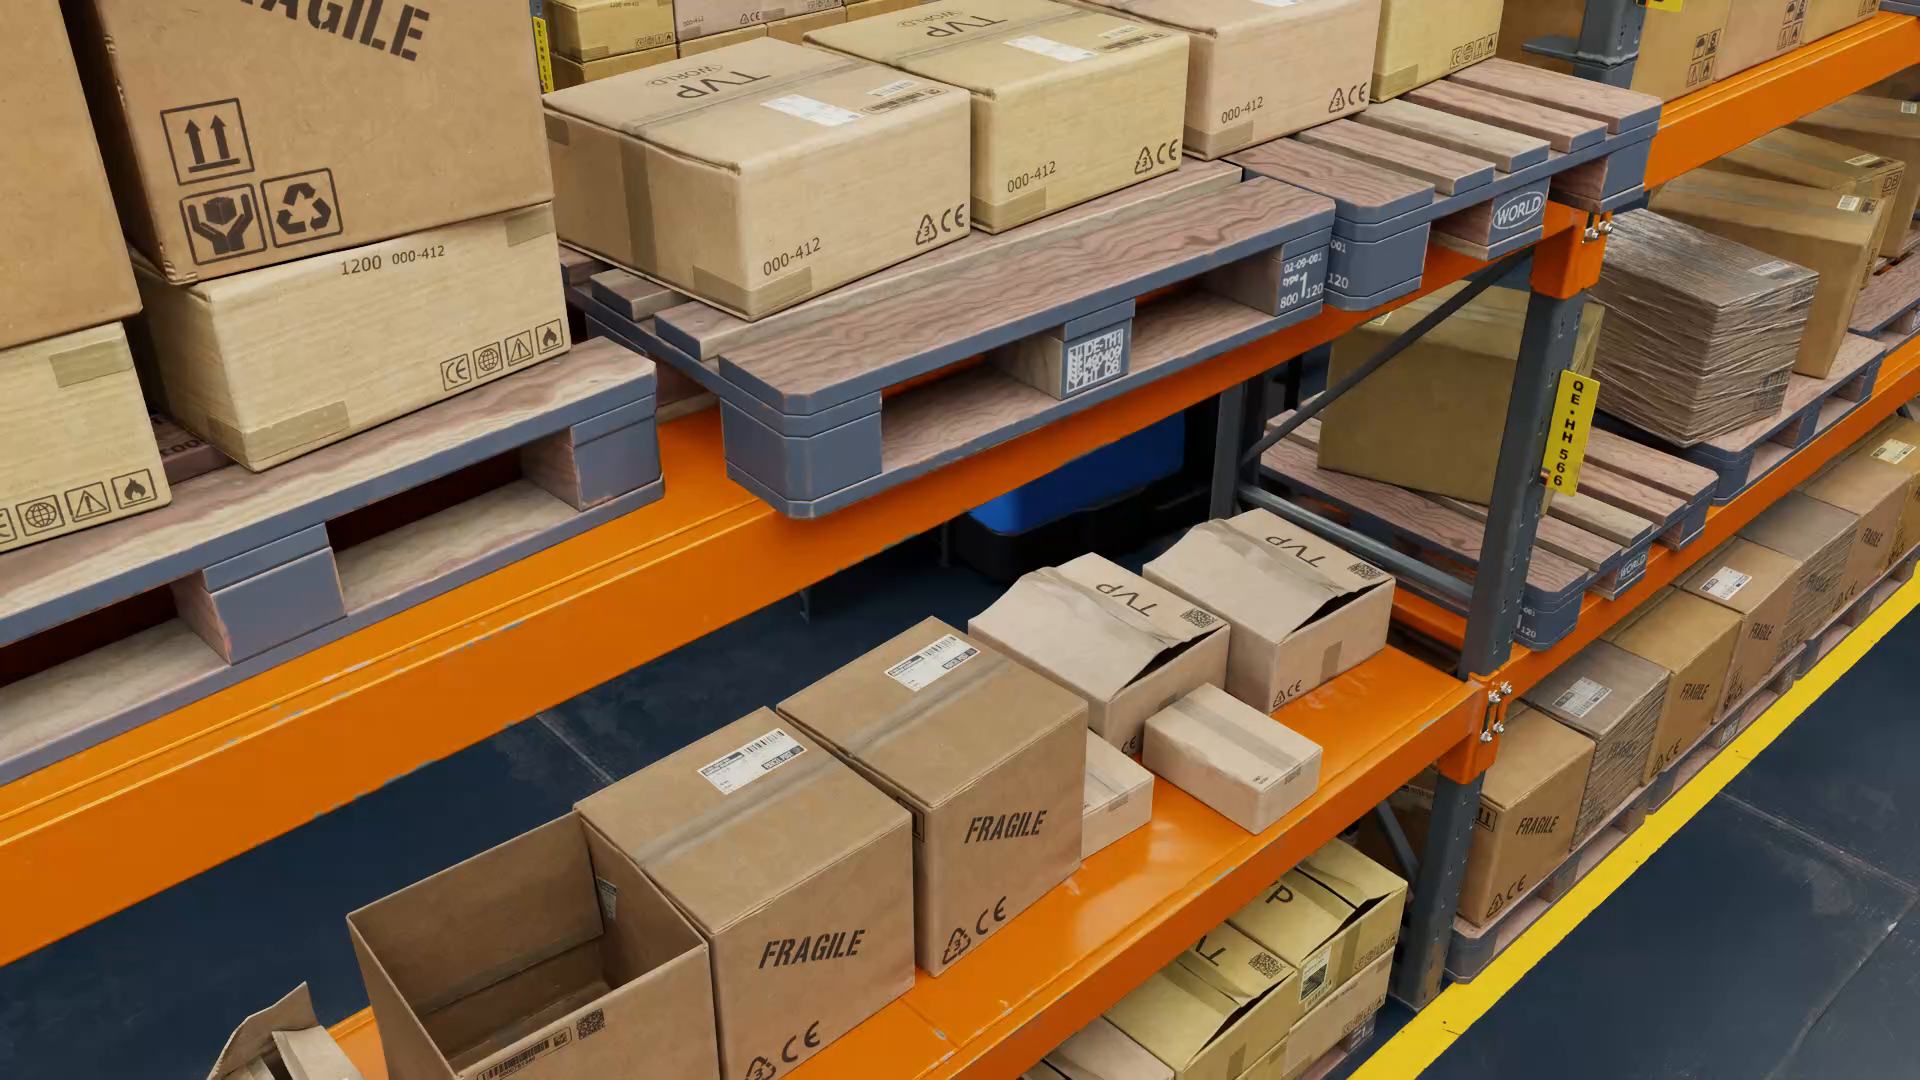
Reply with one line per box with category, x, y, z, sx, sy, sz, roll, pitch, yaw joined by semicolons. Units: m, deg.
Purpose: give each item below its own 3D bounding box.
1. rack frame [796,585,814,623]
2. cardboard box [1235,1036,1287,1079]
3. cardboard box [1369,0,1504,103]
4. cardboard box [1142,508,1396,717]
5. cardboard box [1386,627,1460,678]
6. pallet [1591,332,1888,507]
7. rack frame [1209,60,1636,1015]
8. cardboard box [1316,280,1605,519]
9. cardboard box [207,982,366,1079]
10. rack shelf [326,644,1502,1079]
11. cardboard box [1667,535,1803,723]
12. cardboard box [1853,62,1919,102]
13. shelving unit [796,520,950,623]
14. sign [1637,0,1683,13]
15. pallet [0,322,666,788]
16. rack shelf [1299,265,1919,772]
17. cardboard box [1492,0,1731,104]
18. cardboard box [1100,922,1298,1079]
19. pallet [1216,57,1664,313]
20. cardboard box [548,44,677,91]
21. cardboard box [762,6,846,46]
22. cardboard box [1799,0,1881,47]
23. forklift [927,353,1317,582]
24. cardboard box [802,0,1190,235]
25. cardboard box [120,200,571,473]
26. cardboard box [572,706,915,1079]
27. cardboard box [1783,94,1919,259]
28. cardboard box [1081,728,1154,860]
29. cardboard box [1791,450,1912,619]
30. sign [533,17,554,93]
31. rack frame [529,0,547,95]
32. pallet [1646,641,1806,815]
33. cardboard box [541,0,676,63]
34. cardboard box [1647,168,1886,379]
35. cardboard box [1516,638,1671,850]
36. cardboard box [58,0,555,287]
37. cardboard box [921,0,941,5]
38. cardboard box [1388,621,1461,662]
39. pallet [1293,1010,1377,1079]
rack frame;-0.760;-0.369;6.916;0.023;1.500;0.400;-21;37;-31
cardboard box;0.562;1.474;4.697;0.500;0.250;0.500;-26;40;-36
cardboard box;0.863;-1.196;3.697;0.500;0.250;0.500;26;40;35
cardboard box;0.861;0.166;4.688;0.500;0.311;0.500;-23;38;-33
cardboard box;1.684;0.473;6.075;0.500;0.500;0.500;-24;39;-34
pallet;2.581;-0.594;6.030;1.213;0.211;1.003;-26;40;-35
rack frame;1.158;0.016;4.849;0.127;3.000;1.000;-26;40;-35
cardboard box;1.543;-0.472;5.149;0.700;0.500;0.500;15;35;23
cardboard box;-1.255;1.110;3.188;0.258;0.266;0.396;-27;40;-37
rack shelf;-0.309;1.032;3.876;4.000;0.370;1.077;-26;40;-35
cardboard box;2.816;0.292;6.372;0.500;0.500;0.500;-27;41;-37
cardboard box;4.286;-2.151;7.337;0.500;0.500;0.500;-26;40;-35
shelving unit;-0.467;-0.483;7.103;0.755;1.500;0.431;-21;37;-31
sign;1.529;-1.303;3.559;0.005;0.325;0.100;-26;40;-35
pallet;-1.137;-0.081;2.316;0.805;0.209;1.217;27;41;37
rack shelf;2.624;-0.387;6.196;4.000;0.370;1.077;-26;40;-35
cardboard box;1.455;-1.474;4.314;0.500;0.500;0.910;-26;40;-35
cardboard box;0.565;1.237;4.547;0.500;0.311;0.500;-27;40;-36
pallet;0.721;-0.908;3.666;1.003;0.211;1.213;-24;39;-33
cardboard box;-1.683;-2.130;7.958;0.500;0.500;0.500;-24;39;-34
cardboard box;-0.928;-2.488;8.543;0.500;0.500;0.500;-26;40;-36
cardboard box;2.210;-1.839;4.912;0.500;0.500;0.910;-26;40;-35
forklift;1.088;-1.675;7.680;3.031;2.935;1.130;-21;37;-31
cardboard box;0.064;-0.805;3.057;0.500;0.250;0.500;-27;40;-36
cardboard box;-0.916;-0.371;2.347;0.500;0.250;0.500;25;39;34
cardboard box;-0.447;0.761;3.534;0.500;0.500;0.500;-26;40;-35
cardboard box;3.592;-1.542;6.898;0.700;0.500;0.500;15;35;23
cardboard box;0.261;0.597;4.139;0.250;0.149;0.380;-23;38;-32
cardboard box;3.556;-0.067;6.959;0.500;0.500;0.500;-26;40;-35
sign;-1.837;-2.134;7.330;0.005;0.325;0.100;-26;40;-35
rack frame;-2.213;-1.878;7.945;0.127;3.000;1.000;-26;40;-35
pallet;2.625;0.525;6.690;1.213;0.211;1.003;-26;40;-35
cardboard box;-1.684;-2.448;7.760;0.500;0.250;0.500;-25;39;-34
cardboard box;2.837;-0.974;5.970;0.700;0.500;0.500;18;36;27
cardboard box;2.066;0.655;5.778;0.500;0.500;0.500;-27;41;-37
cardboard box;-0.894;-0.695;2.158;0.500;0.500;0.500;-22;38;-31
cardboard box;-0.188;-2.855;9.143;0.500;0.500;0.500;-26;40;-35
cardboard box;1.722;0.132;5.915;0.500;0.250;0.500;-24;39;-34
pallet;0.528;1.483;5.123;1.213;0.211;1.003;-26;40;-35
